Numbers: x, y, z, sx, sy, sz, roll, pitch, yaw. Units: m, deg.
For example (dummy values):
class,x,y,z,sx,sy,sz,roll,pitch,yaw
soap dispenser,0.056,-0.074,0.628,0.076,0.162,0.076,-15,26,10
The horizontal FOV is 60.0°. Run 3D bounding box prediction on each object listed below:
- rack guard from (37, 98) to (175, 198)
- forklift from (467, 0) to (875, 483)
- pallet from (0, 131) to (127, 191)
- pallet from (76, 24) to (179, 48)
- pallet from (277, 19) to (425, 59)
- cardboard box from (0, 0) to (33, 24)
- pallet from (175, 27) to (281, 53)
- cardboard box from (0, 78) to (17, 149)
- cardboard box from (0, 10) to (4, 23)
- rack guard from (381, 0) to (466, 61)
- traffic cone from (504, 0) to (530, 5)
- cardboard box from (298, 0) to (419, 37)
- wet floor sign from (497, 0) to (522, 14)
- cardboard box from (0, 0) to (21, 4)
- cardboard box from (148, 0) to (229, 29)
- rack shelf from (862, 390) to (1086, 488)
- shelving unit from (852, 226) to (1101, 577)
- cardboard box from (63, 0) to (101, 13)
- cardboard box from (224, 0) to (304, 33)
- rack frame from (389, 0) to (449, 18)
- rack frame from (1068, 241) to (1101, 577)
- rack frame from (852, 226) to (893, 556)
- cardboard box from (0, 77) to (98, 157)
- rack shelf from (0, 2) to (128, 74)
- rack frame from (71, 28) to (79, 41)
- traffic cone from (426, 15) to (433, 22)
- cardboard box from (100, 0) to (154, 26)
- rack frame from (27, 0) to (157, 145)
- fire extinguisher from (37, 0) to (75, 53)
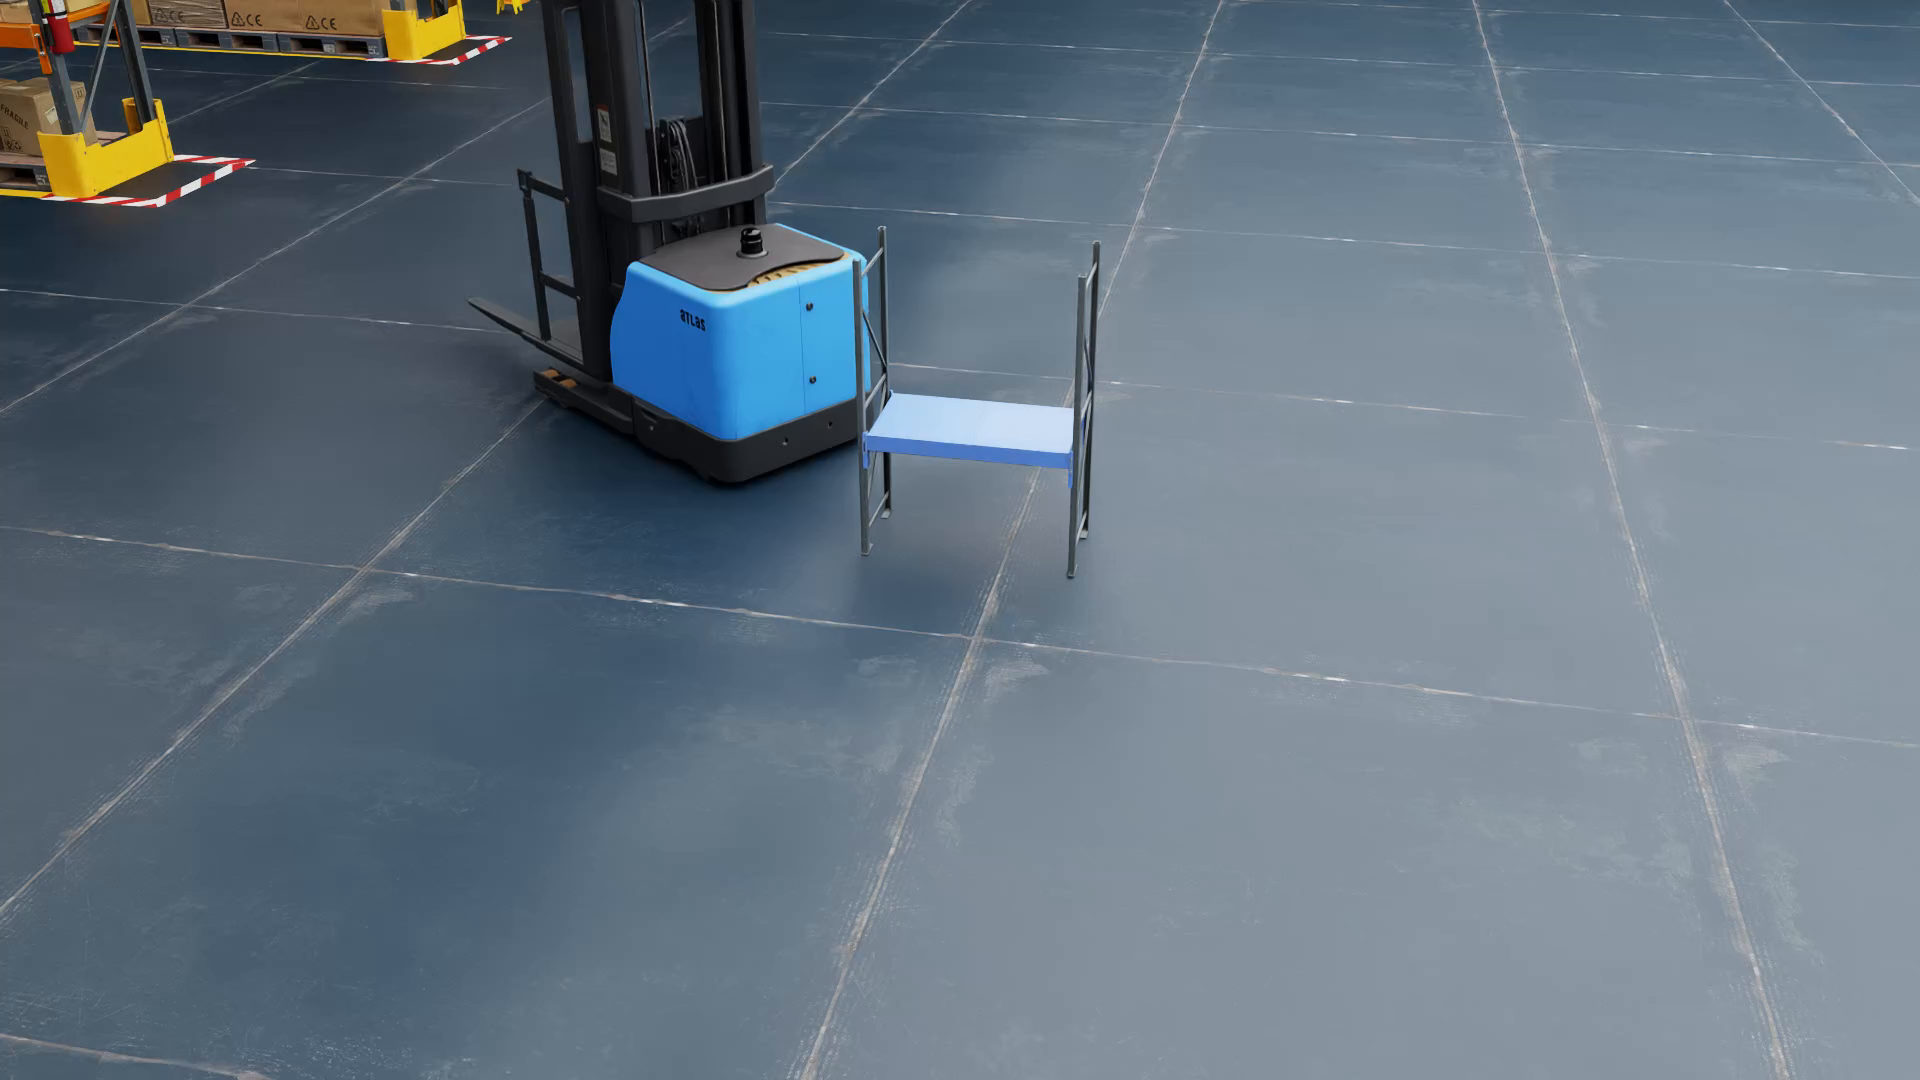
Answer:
class,x,y,z,sx,sy,sz,roll,pitch,yaw
rack guard,-6.971,-3.220,13.611,0.348,0.500,1.175,6,29,11
forklift,-1.852,-2.200,9.216,1.130,2.935,3.031,-24,37,-37
pallet,-7.758,-3.192,13.860,1.213,0.211,1.003,6,29,11
pallet,-8.946,-5.693,18.429,1.213,0.211,1.003,6,29,11
pallet,-6.560,-5.449,17.983,1.213,0.211,1.003,6,29,11
cardboard box,-7.218,-4.131,12.933,0.250,0.149,0.380,6,29,11
pallet,-7.749,-5.572,18.208,1.213,0.211,1.003,6,29,11
cardboard box,-8.095,-3.511,13.706,0.500,0.500,0.500,14,32,24
cardboard box,-7.462,-4.156,12.979,0.250,0.149,0.380,6,29,11
rack guard,-5.738,-5.529,17.829,0.348,0.500,1.175,6,29,11
traffic cone,-5.416,-6.732,20.065,0.334,0.463,0.336,6,29,11
cardboard box,-6.439,-5.917,17.710,0.875,0.875,0.875,6,29,11
wet floor sign,-5.320,-6.523,19.492,0.232,0.644,0.267,1,29,2
cardboard box,-7.428,-4.551,13.026,0.500,0.500,0.875,6,29,11
cardboard box,-8.191,-6.097,18.039,0.875,0.875,0.875,6,29,11
rack shelf,0.083,-0.492,7.961,1.000,0.185,0.538,6,29,11
shelving unit,0.083,-0.649,7.874,1.048,1.500,0.538,6,29,11
cardboard box,-7.125,-4.339,13.314,0.250,0.149,0.380,6,29,11
cardboard box,-7.300,-6.005,17.870,0.875,0.875,0.875,5,29,10
rack frame,-5.762,-6.628,17.234,0.127,3.000,1.000,6,29,11
rack frame,0.581,-0.598,7.781,0.032,1.500,0.500,6,29,11
rack frame,-0.414,-0.700,7.967,0.032,1.500,0.500,6,29,11
cardboard box,-7.503,-3.467,13.625,0.500,0.500,0.500,11,31,20
rack shelf,-8.852,-4.194,13.536,4.000,0.370,1.077,6,29,11
rack frame,-9.673,-7.029,17.966,0.127,3.000,1.000,6,29,11
traffic cone,-5.984,-6.236,19.158,0.334,0.463,0.336,6,29,11
cardboard box,-9.073,-6.186,18.200,0.875,0.875,0.875,6,29,11
rack frame,-6.896,-4.309,12.997,0.127,3.000,1.000,6,29,11
fire extinguisher,-6.880,-4.047,12.600,0.183,0.674,0.296,6,29,11
